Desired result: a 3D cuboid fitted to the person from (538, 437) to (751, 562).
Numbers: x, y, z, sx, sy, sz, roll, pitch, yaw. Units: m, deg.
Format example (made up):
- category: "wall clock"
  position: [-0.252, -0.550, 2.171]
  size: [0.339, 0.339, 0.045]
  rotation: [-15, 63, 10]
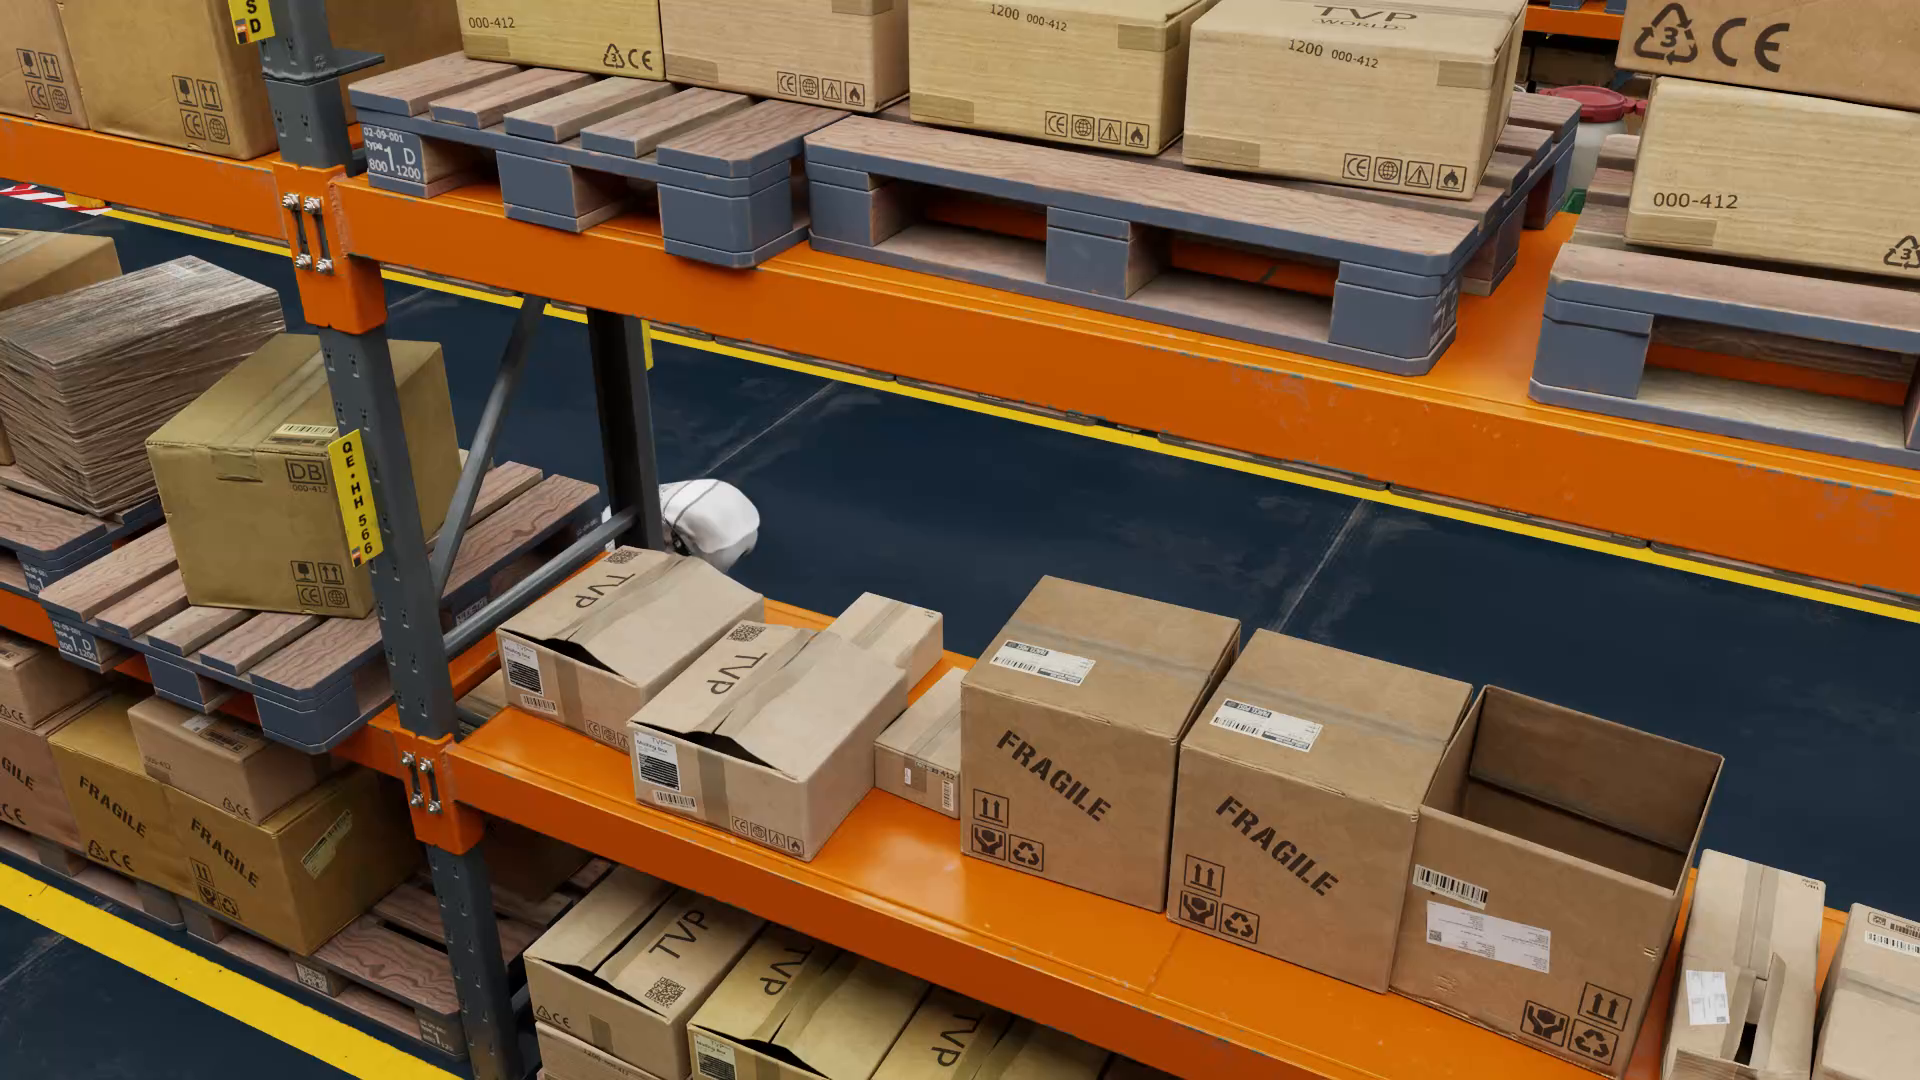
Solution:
- category: "person"
  position: [-1.251, 0.080, 6.649]
  size: [0.916, 1.005, 0.423]
  rotation: [13, 33, 21]
